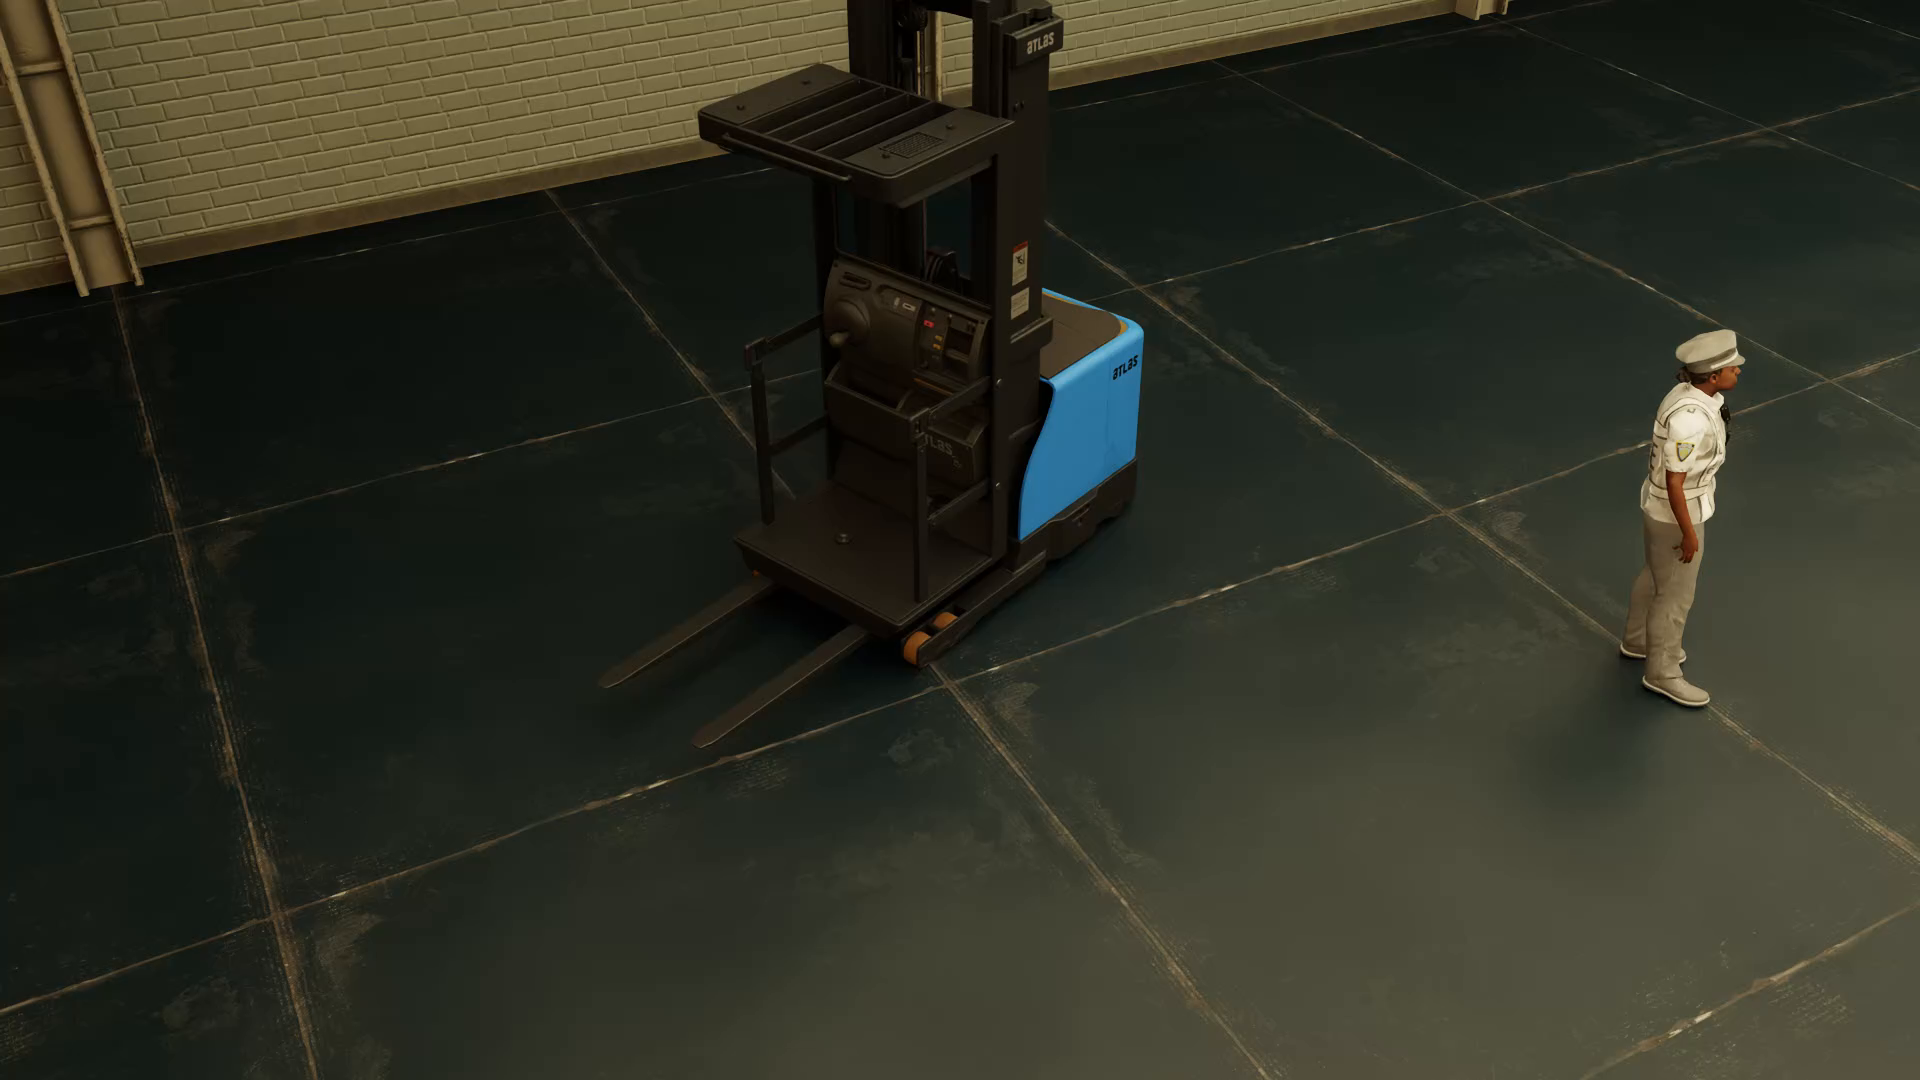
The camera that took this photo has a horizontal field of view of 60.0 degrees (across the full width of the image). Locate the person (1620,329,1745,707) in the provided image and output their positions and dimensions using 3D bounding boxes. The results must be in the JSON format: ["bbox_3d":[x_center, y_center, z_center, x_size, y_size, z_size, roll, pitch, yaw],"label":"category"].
[{"bbox_3d":[3.250,-0.121,7.353,0.530,1.694,0.569,13,37,17],"label":"person"}]

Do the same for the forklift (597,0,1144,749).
[{"bbox_3d":[-0.390,-0.927,7.434,1.130,2.935,3.031,26,43,31],"label":"forklift"}]
